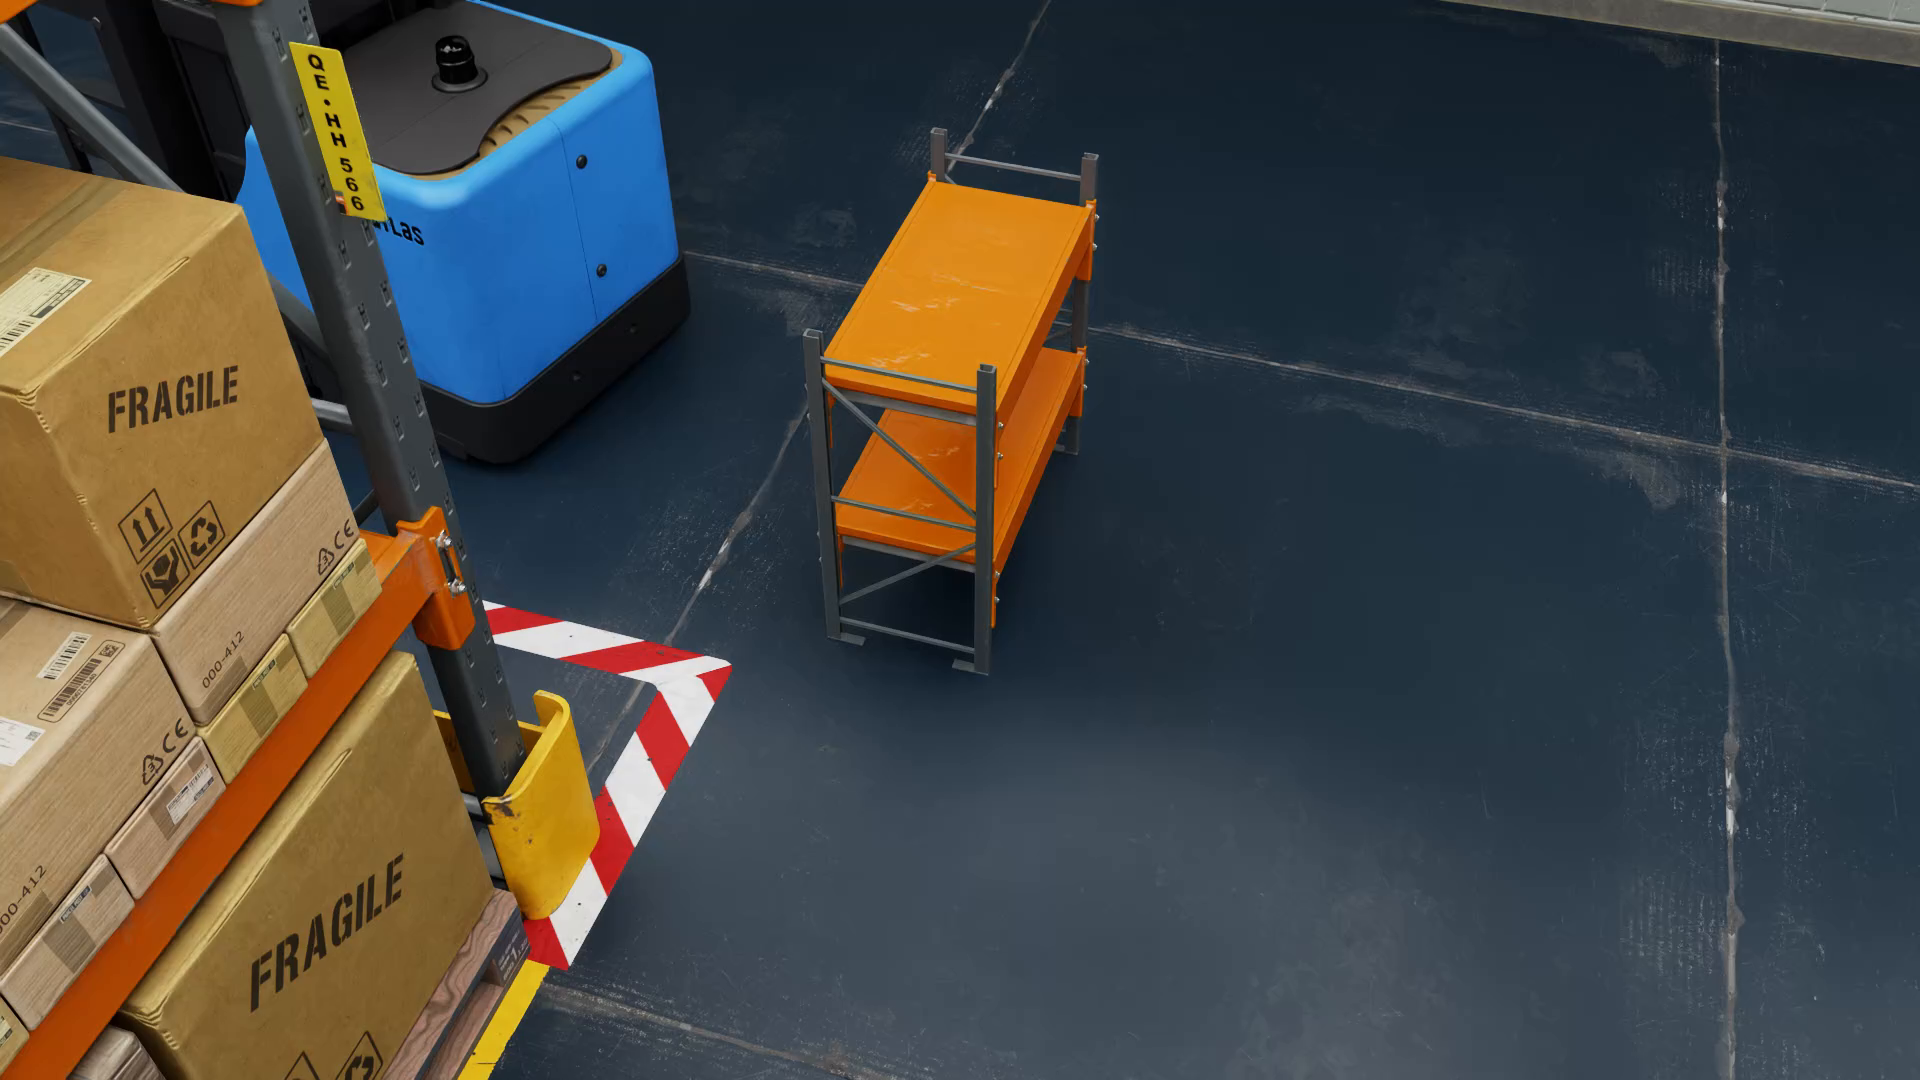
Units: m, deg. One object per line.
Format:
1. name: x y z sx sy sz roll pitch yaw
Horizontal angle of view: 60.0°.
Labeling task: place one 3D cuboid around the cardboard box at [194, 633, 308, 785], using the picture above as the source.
1. cardboard box: -1.433 0.262 3.018 0.380 0.149 0.250 13 46 13

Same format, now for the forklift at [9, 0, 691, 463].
1. forklift: -2.503 -2.068 5.268 3.031 2.935 1.130 22 49 21

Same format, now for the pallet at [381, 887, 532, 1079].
1. pallet: -1.730 1.237 3.835 1.003 0.211 1.213 13 46 13

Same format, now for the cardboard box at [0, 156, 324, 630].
1. cardboard box: -1.459 -0.249 2.718 0.500 0.500 0.500 13 46 13

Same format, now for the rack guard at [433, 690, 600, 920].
1. rack guard: -1.555 0.568 4.312 1.175 0.500 0.348 13 46 13

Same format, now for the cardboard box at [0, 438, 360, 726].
1. cardboard box: -1.456 0.018 2.982 0.500 0.250 0.500 12 46 12

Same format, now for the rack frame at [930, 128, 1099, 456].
1. rack frame: 0.156 -0.745 5.207 0.500 1.125 0.032 13 46 13

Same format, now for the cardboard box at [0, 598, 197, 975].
1. cardboard box: -1.610 0.356 2.637 0.500 0.250 0.500 12 46 12

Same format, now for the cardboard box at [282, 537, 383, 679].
1. cardboard box: -1.356 0.088 3.195 0.380 0.149 0.250 13 46 13

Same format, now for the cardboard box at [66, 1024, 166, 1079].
1. cardboard box: -1.955 1.350 2.944 0.875 0.875 0.875 13 46 13

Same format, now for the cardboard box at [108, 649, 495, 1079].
1. cardboard box: -1.680 0.744 3.564 0.875 0.875 0.875 13 46 13

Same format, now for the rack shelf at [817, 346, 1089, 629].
1. rack shelf: 0.002 -0.232 5.032 0.538 0.278 1.000 13 46 13

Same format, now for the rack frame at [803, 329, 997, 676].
1. rack frame: -0.152 -0.068 4.515 0.500 1.125 0.032 13 46 13

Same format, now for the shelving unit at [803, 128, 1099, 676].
1. shelving unit: 0.002 -0.407 4.861 0.538 1.125 1.048 13 46 13

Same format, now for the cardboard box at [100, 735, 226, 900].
1. cardboard box: -1.511 0.429 2.846 0.380 0.149 0.250 13 46 13

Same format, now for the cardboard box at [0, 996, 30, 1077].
1. cardboard box: -1.664 0.769 2.499 0.380 0.149 0.250 12 46 12

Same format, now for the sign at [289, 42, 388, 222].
1. sign: -1.049 -0.683 2.806 0.100 0.325 0.005 13 46 13

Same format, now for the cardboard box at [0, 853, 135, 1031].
1. cardboard box: -1.587 0.596 2.676 0.380 0.149 0.250 13 46 13

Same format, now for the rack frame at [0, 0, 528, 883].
1. rack frame: -1.562 -0.309 3.421 1.000 3.000 0.127 13 46 13

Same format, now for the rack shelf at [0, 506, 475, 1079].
1. rack shelf: -2.168 1.281 2.310 1.077 0.370 4.000 13 46 13

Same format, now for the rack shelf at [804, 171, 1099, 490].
1. rack shelf: 0.002 -0.616 4.656 0.538 0.278 1.000 13 46 13
